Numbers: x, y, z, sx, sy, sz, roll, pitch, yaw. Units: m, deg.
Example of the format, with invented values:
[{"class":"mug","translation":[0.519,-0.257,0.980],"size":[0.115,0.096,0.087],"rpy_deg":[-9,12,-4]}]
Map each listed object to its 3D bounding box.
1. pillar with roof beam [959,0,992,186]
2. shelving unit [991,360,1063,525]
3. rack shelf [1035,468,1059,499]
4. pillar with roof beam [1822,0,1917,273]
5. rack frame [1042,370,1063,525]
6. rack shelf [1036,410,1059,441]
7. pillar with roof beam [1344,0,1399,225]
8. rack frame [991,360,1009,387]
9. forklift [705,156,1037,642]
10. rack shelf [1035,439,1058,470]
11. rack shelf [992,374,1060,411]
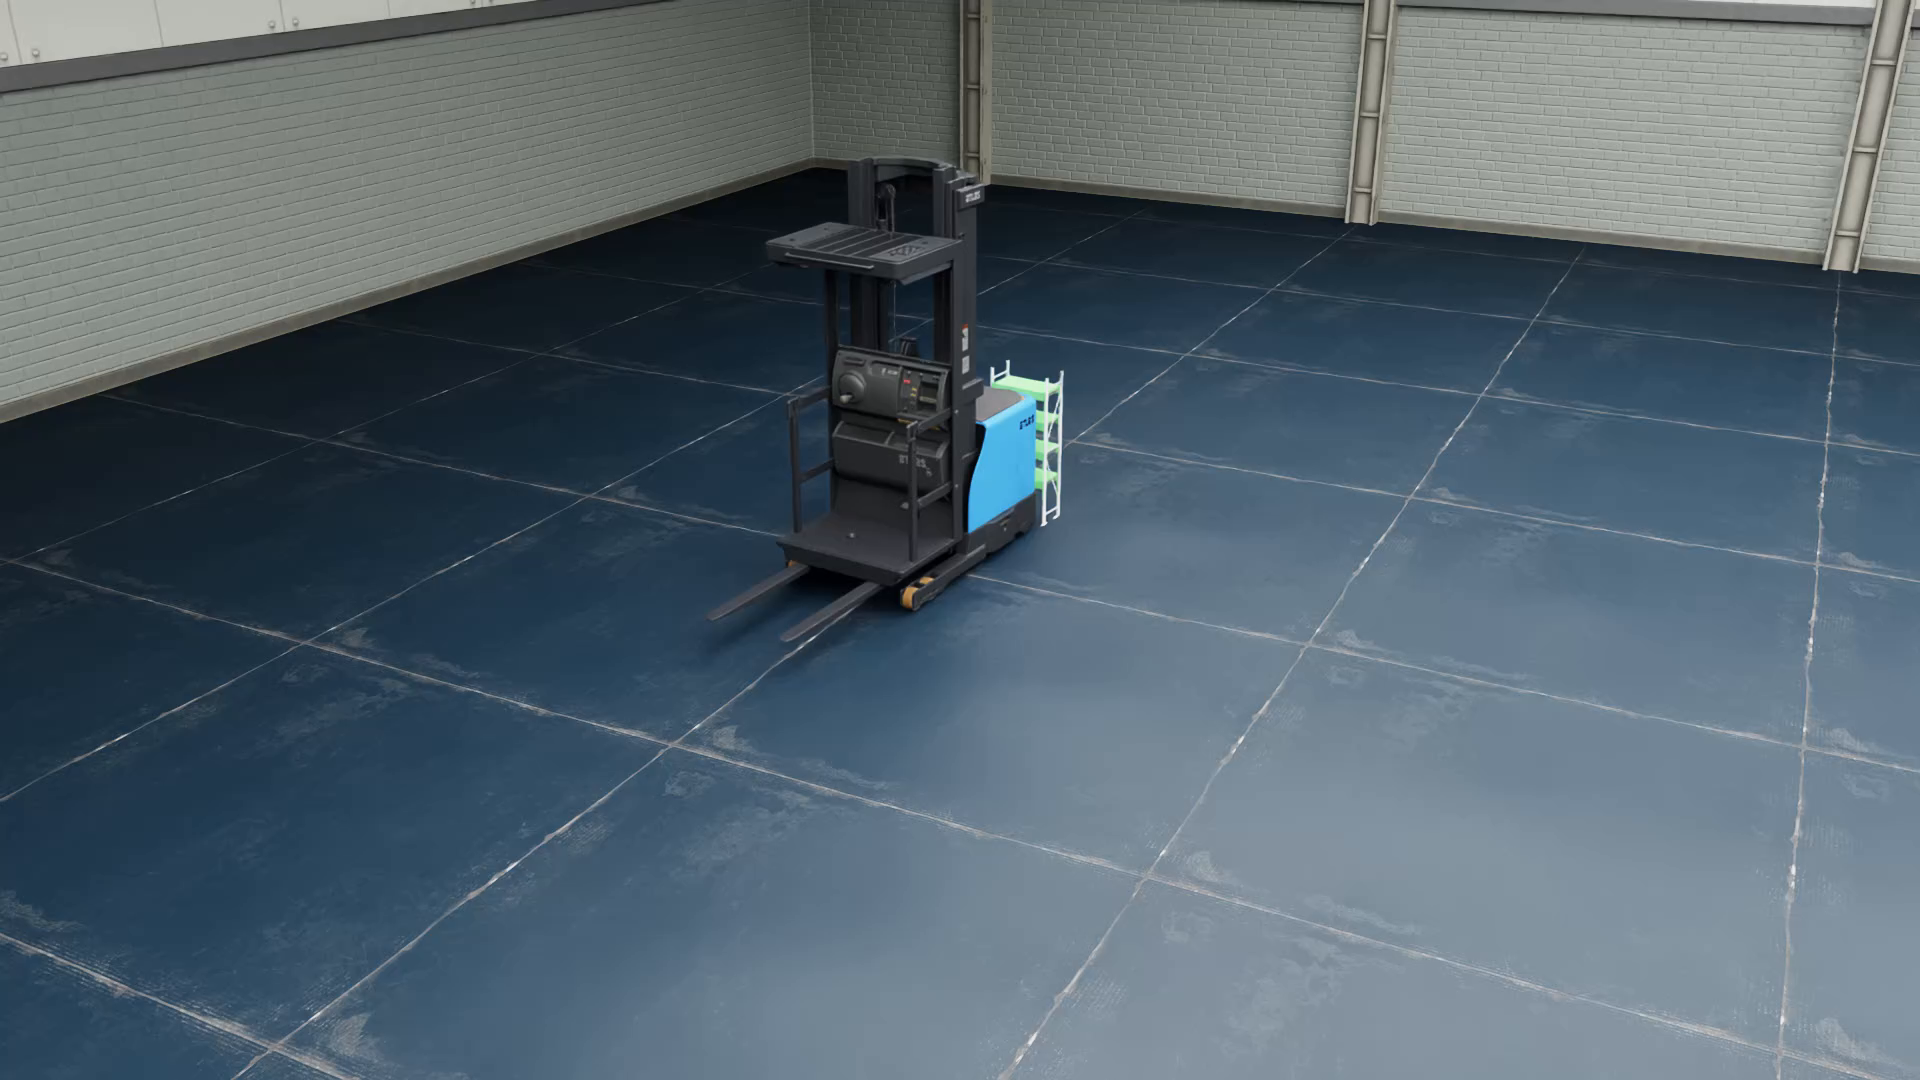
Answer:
[{"class":"pillar with roof beam","translation":[-1.706,-8.129,20.365],"size":[0.400,9.000,9.100],"rpy_deg":[11,25,25]},{"class":"shelving unit","translation":[0.514,-0.759,13.001],"size":[0.503,1.200,0.258],"rpy_deg":[15,27,31]},{"class":"rack shelf","translation":[0.514,-0.479,13.120],"size":[0.480,0.148,0.258],"rpy_deg":[15,27,31]},{"class":"pillar with roof beam","translation":[9.003,-6.010,15.383],"size":[0.400,9.000,9.100],"rpy_deg":[11,25,25]},{"class":"rack frame","translation":[0.717,-0.706,12.877],"size":[0.015,1.200,0.240],"rpy_deg":[15,27,31]},{"class":"rack shelf","translation":[0.514,-0.921,12.932],"size":[0.480,0.148,0.258],"rpy_deg":[15,27,31]},{"class":"pillar with roof beam","translation":[3.648,-7.069,17.874],"size":[0.400,9.000,9.100],"rpy_deg":[11,25,25]},{"class":"rack frame","translation":[0.311,-0.812,13.125],"size":[0.015,1.200,0.240],"rpy_deg":[15,27,31]},{"class":"forklift","translation":[-0.606,-1.065,11.508],"size":[1.130,2.935,3.031],"rpy_deg":[14,27,29]},{"class":"rack shelf","translation":[0.514,-0.700,13.026],"size":[0.480,0.148,0.258],"rpy_deg":[15,27,31]},{"class":"rack shelf","translation":[0.514,-1.142,12.839],"size":[0.480,0.148,0.258],"rpy_deg":[15,27,31]}]
